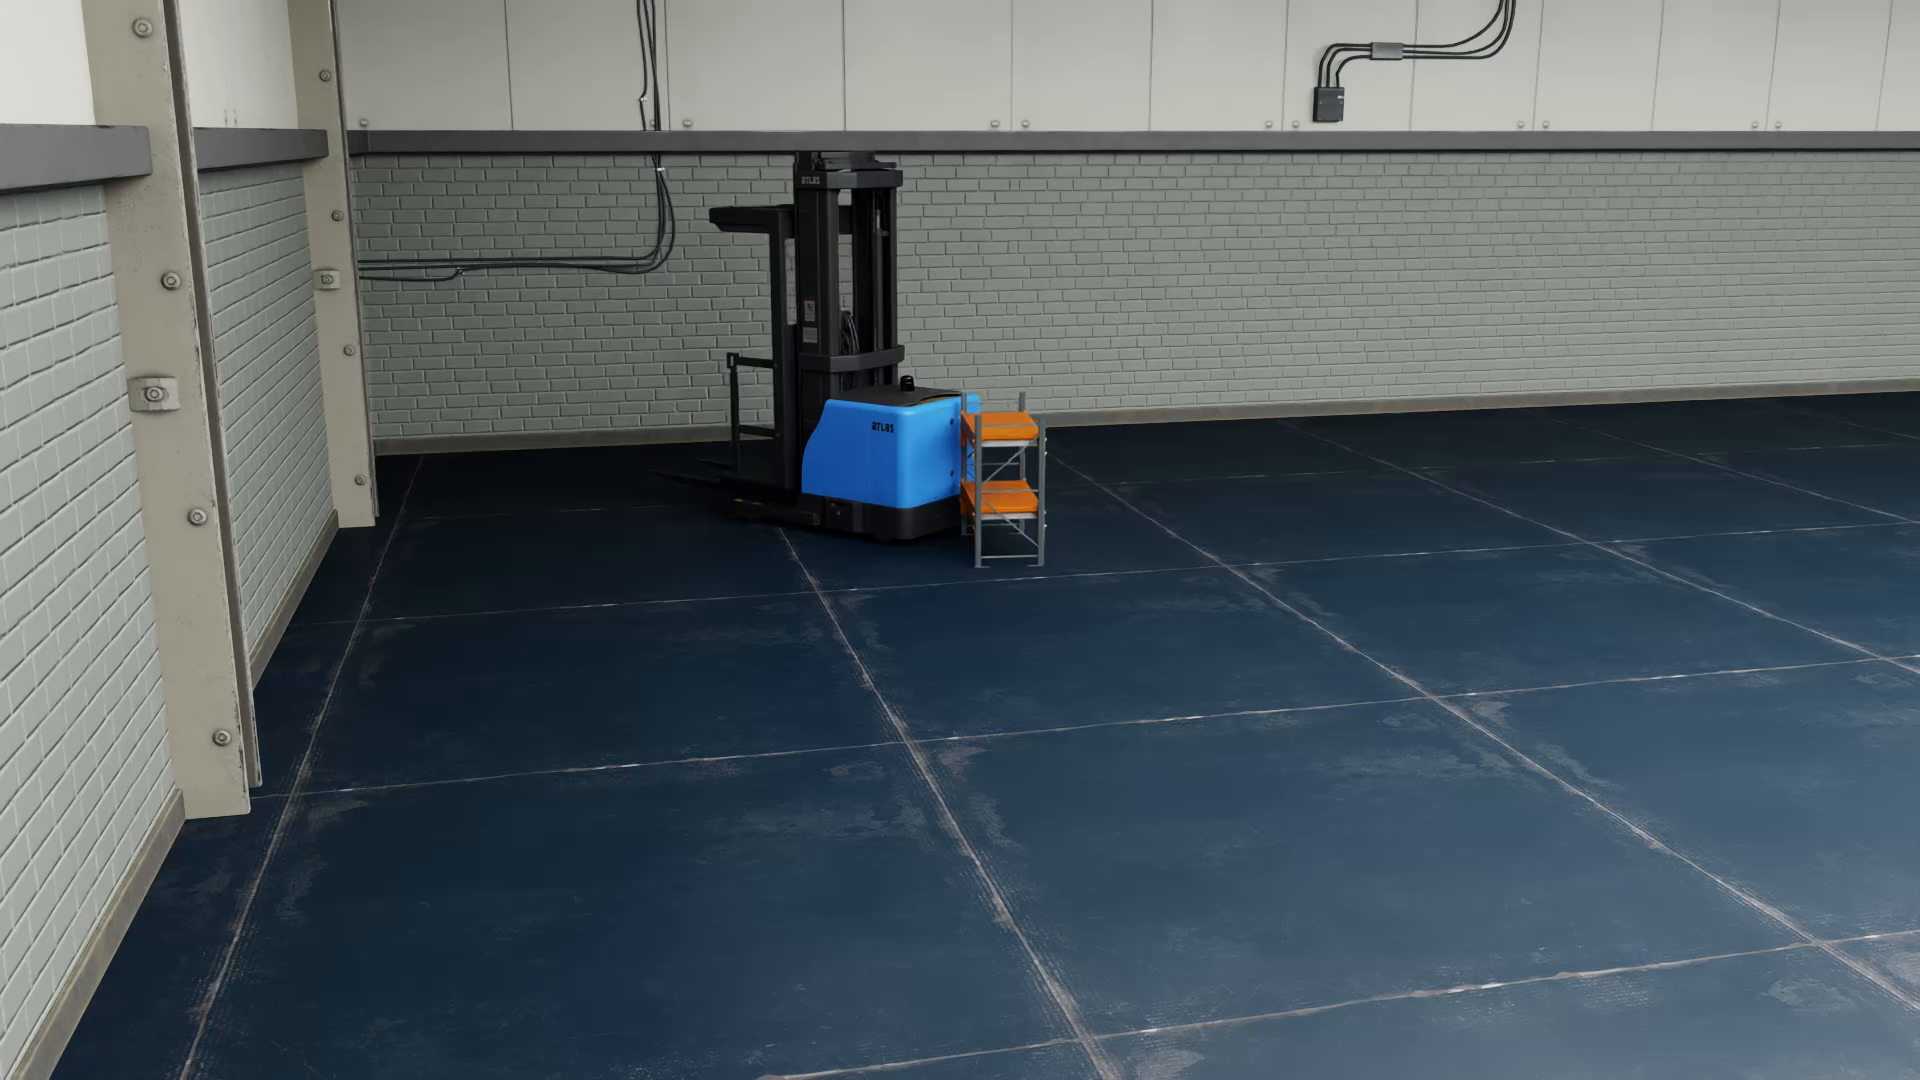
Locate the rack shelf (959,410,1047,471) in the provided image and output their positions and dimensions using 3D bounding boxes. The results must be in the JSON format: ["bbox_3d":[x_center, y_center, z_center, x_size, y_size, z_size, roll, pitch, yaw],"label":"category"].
[{"bbox_3d":[0.308,-0.754,12.408,0.538,0.278,1.000,-1,14,-6],"label":"rack shelf"}]

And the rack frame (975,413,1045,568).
[{"bbox_3d":[0.359,-0.349,11.986,0.500,1.125,0.032,-1,14,-6],"label":"rack frame"}]

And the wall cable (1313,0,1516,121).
[{"bbox_3d":[4.915,-7.452,17.304,2.305,6.003,0.169,-3,14,-13],"label":"wall cable"}]

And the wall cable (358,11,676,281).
[{"bbox_3d":[-4.316,-3.766,15.925,3.097,2.526,0.112,-3,14,-13],"label":"wall cable"}]

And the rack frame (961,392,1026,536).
[{"bbox_3d":[0.258,-0.589,12.969,0.500,1.125,0.032,-1,14,-6],"label":"rack frame"}]

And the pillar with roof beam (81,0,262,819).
[{"bbox_3d":[0.684,-3.377,7.789,9.100,9.000,0.400,-3,14,-13],"label":"pillar with roof beam"}]

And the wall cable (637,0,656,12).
[{"bbox_3d":[-1.687,-6.370,15.943,3.097,2.526,0.112,-3,14,-13],"label":"wall cable"}]

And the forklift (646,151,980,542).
[{"bbox_3d":[-1.314,-1.660,13.544,3.031,2.935,1.130,10,17,35],"label":"forklift"}]

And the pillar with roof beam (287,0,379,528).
[{"bbox_3d":[-0.725,-4.761,13.455,9.100,9.000,0.400,-3,14,-13],"label":"pillar with roof beam"}]

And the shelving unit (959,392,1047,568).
[{"bbox_3d":[0.308,-0.469,12.478,0.538,1.125,1.048,-1,14,-6],"label":"shelving unit"}]

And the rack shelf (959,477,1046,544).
[{"bbox_3d":[0.308,-0.232,12.536,0.538,0.278,1.000,-1,14,-6],"label":"rack shelf"}]
